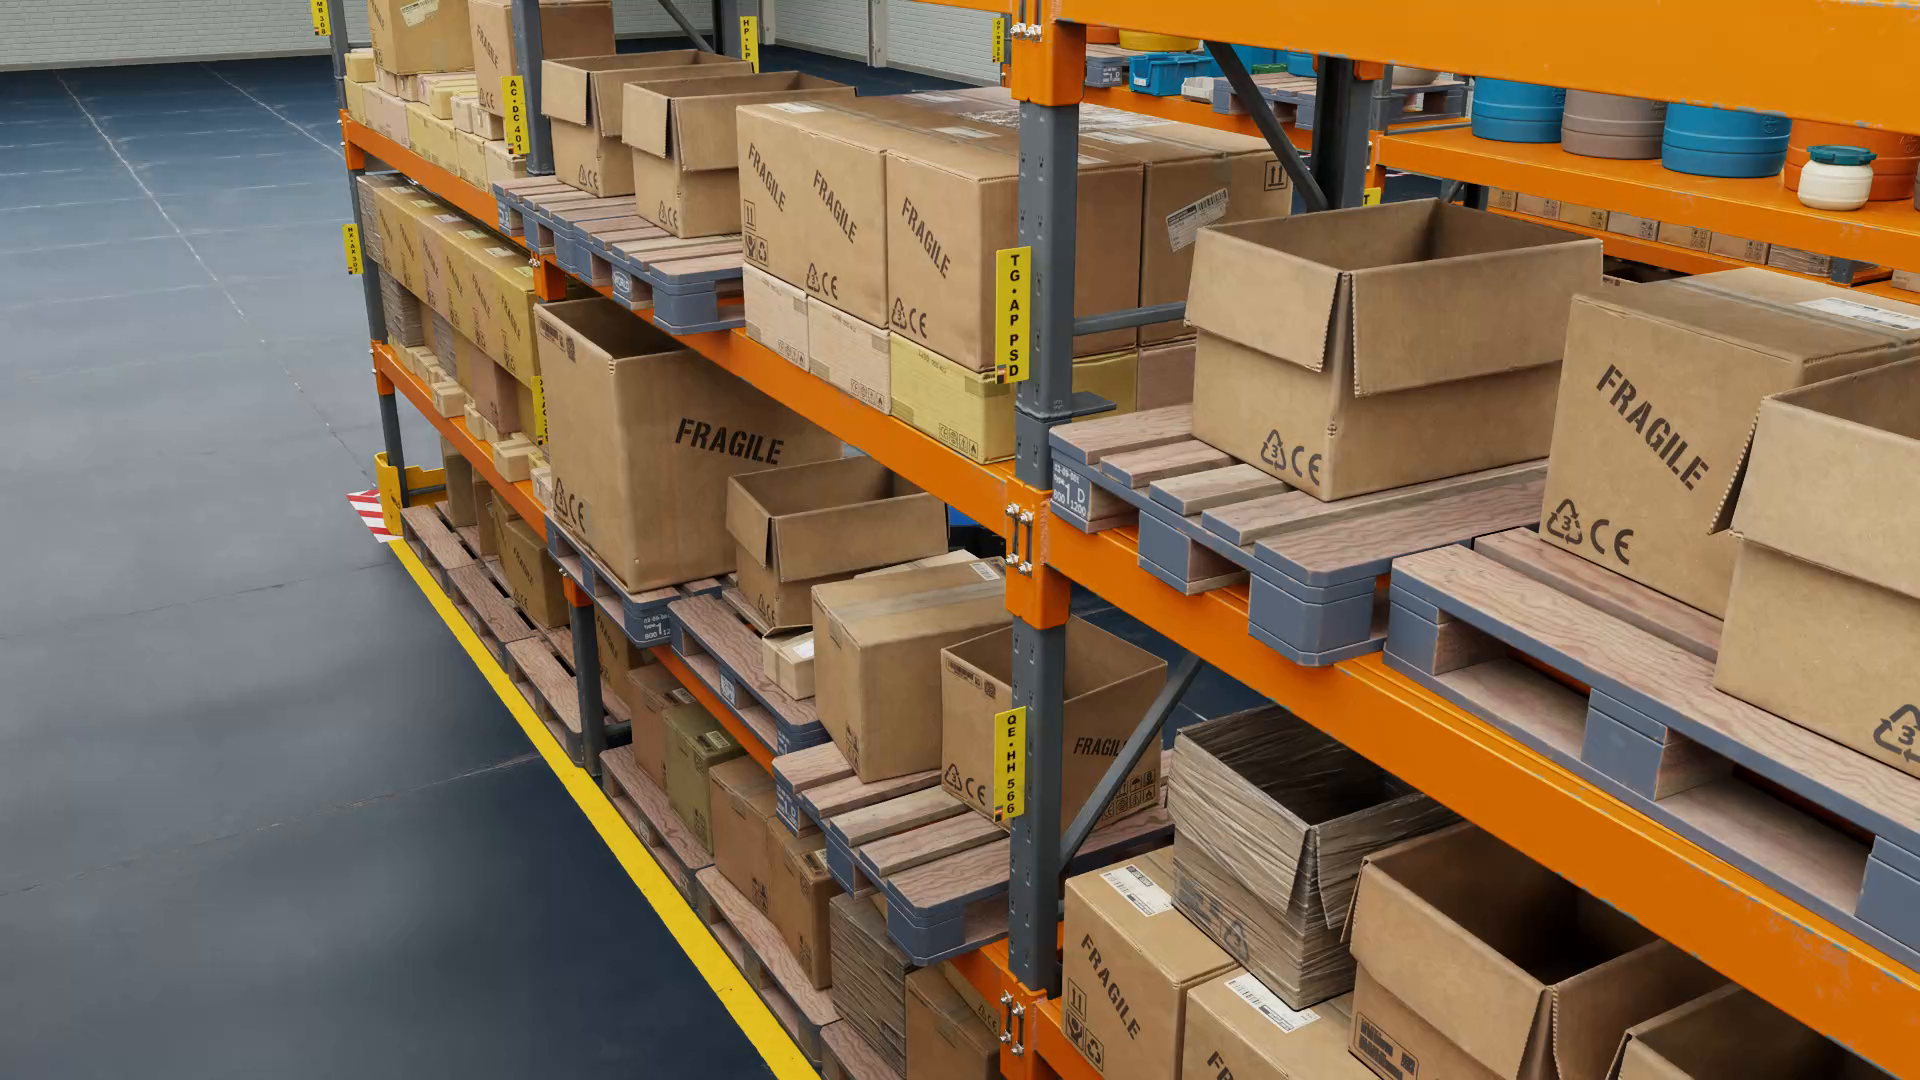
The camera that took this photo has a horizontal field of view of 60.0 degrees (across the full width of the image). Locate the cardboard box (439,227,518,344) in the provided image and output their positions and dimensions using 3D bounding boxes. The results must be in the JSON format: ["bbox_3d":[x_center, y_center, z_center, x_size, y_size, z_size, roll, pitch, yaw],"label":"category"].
[{"bbox_3d":[-2.424,-1.368,8.839,0.500,0.500,0.500,-13,25,-28],"label":"cardboard box"}]

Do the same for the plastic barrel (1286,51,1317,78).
[{"bbox_3d":[2.396,-3.416,10.526,0.600,0.901,0.708,-13,25,-28],"label":"plastic barrel"}]

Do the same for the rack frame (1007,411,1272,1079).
[{"bbox_3d":[0.597,0.990,4.892,1.000,3.000,0.127,-13,25,-28],"label":"rack frame"}]

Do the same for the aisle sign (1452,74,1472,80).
[{"bbox_3d":[4.732,-4.670,15.366,0.394,0.787,0.004,-13,25,-28],"label":"aisle sign"}]

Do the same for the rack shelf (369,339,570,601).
[{"bbox_3d":[-2.468,-0.619,9.806,1.077,0.370,4.000,-13,25,-28],"label":"rack shelf"}]

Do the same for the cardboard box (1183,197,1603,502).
[{"bbox_3d":[0.971,-0.458,3.777,0.797,0.503,0.637,-11,25,-25],"label":"cardboard box"}]

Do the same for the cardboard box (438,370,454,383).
[{"bbox_3d":[-2.905,-0.942,9.978,0.380,0.149,0.250,-13,25,-28],"label":"cardboard box"}]

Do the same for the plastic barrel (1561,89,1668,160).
[{"bbox_3d":[3.592,-2.545,8.939,0.600,0.901,0.600,0,22,0],"label":"plastic barrel"}]

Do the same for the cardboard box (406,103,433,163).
[{"bbox_3d":[-2.677,-2.219,9.004,0.500,0.250,0.500,-12,25,-27],"label":"cardboard box"}]

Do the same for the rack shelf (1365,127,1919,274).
[{"bbox_3d":[3.834,-1.666,8.399,1.077,0.370,4.000,-13,25,-28],"label":"rack shelf"}]

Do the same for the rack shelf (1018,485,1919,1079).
[{"bbox_3d":[1.619,0.581,2.869,1.077,0.370,4.000,-13,25,-28],"label":"rack shelf"}]

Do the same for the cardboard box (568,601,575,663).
[{"bbox_3d":[-1.915,0.338,9.259,0.500,0.500,0.500,-5,23,-11],"label":"cardboard box"}]

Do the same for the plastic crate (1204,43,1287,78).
[{"bbox_3d":[2.002,-3.375,11.669,0.392,0.384,0.575,-13,25,-28],"label":"plastic crate"}]

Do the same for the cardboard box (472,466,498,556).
[{"bbox_3d":[-2.850,-0.244,10.689,0.500,0.500,0.500,-6,23,-14],"label":"cardboard box"}]

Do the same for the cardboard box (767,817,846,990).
[{"bbox_3d":[-0.352,1.372,6.688,0.700,0.500,0.500,-10,24,-24],"label":"cardboard box"}]

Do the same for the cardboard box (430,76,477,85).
[{"bbox_3d":[-2.600,-2.389,8.891,0.380,0.149,0.250,-14,26,-30],"label":"cardboard box"}]

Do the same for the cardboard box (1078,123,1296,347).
[{"bbox_3d":[0.578,-0.879,4.710,0.500,0.500,0.500,-12,25,-28],"label":"cardboard box"}]

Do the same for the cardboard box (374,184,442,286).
[{"bbox_3d":[-3.193,-1.853,10.031,0.500,0.500,0.500,-13,25,-28],"label":"cardboard box"}]

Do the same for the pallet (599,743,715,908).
[{"bbox_3d":[-1.047,1.239,7.983,1.003,0.211,1.213,-13,25,-28],"label":"pallet"}]

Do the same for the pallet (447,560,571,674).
[{"bbox_3d":[-2.447,0.381,10.093,1.003,0.211,1.213,-13,25,-28],"label":"pallet"}]

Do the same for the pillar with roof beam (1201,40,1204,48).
[{"bbox_3d":[0.556,-10.233,24.537,9.100,9.000,0.400,-13,25,-28],"label":"pillar with roof beam"}]

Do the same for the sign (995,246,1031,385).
[{"bbox_3d":[0.130,-0.535,3.974,0.100,0.325,0.005,-13,25,-28],"label":"sign"}]

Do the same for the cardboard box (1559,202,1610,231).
[{"bbox_3d":[5.777,-3.065,14.737,0.700,0.500,0.500,-12,25,-28],"label":"cardboard box"}]

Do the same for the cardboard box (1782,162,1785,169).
[{"bbox_3d":[6.581,-3.162,13.251,0.700,0.500,0.500,-13,25,-28],"label":"cardboard box"}]

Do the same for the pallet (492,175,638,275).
[{"bbox_3d":[-1.222,-1.387,7.006,1.213,0.211,1.003,-13,25,-28],"label":"pallet"}]

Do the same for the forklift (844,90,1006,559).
[{"bbox_3d":[-0.624,-1.350,10.740,3.031,2.935,1.130,-1,22,-2],"label":"forklift"}]

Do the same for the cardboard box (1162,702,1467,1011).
[{"bbox_3d":[0.957,0.719,4.094,0.797,0.503,0.637,-12,25,-26],"label":"cardboard box"}]

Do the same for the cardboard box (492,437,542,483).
[{"bbox_3d":[-2.228,-0.436,8.734,0.380,0.149,0.250,-13,25,-28],"label":"cardboard box"}]

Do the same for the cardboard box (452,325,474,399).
[{"bbox_3d":[-2.410,-1.127,9.573,0.875,0.500,0.500,-13,25,-28],"label":"cardboard box"}]

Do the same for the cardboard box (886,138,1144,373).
[{"bbox_3d":[0.138,-0.784,4.475,0.500,0.500,0.500,-12,25,-27],"label":"cardboard box"}]

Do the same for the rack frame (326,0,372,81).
[{"bbox_3d":[-3.489,-4.379,10.133,1.000,3.000,0.127,-13,25,-28],"label":"rack frame"}]

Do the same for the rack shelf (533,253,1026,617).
[{"bbox_3d":[-0.424,-0.714,6.055,1.077,0.370,4.000,-13,25,-28],"label":"rack shelf"}]

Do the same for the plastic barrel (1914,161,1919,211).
[{"bbox_3d":[4.622,-1.892,7.333,0.600,0.901,0.600,0,22,0],"label":"plastic barrel"}]

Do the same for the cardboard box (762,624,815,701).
[{"bbox_3d":[-0.487,0.370,6.038,0.396,0.266,0.258,-13,26,-30],"label":"cardboard box"}]

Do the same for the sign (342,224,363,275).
[{"bbox_3d":[-3.956,-1.896,10.843,0.100,0.325,0.005,-13,25,-28],"label":"sign"}]

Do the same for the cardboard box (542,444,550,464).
[{"bbox_3d":[-1.623,-0.646,8.390,0.875,0.500,0.500,-13,25,-28],"label":"cardboard box"}]

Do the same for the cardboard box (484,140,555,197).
[{"bbox_3d":[-1.903,-1.722,7.780,0.500,0.250,0.500,-12,25,-26],"label":"cardboard box"}]

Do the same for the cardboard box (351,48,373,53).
[{"bbox_3d":[-3.547,-2.971,10.323,0.380,0.149,0.250,-13,25,-29],"label":"cardboard box"}]

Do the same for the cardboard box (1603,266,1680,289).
[{"bbox_3d":[5.876,-2.069,14.517,0.500,0.500,0.500,-13,25,-28],"label":"cardboard box"}]

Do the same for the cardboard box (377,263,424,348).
[{"bbox_3d":[-3.232,-1.600,10.737,0.875,0.500,0.500,-13,25,-28],"label":"cardboard box"}]

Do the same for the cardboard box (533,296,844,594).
[{"bbox_3d":[-1.161,-0.493,7.186,1.000,1.000,1.000,-12,25,-28],"label":"cardboard box"}]

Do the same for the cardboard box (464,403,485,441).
[{"bbox_3d":[-2.562,-0.690,9.358,0.380,0.149,0.250,-13,25,-28],"label":"cardboard box"}]

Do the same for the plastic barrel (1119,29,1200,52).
[{"bbox_3d":[1.460,-3.879,12.080,0.600,0.588,0.600,0,22,0],"label":"plastic barrel"}]

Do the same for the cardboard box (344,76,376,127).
[{"bbox_3d":[-3.466,-2.714,10.220,0.500,0.250,0.500,-12,25,-27],"label":"cardboard box"}]

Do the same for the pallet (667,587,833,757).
[{"bbox_3d":[-0.449,0.446,6.485,1.003,0.211,1.213,-13,25,-28],"label":"pallet"}]

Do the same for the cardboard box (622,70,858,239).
[{"bbox_3d":[-0.809,-1.461,6.243,0.797,0.503,0.637,-11,25,-26],"label":"cardboard box"}]

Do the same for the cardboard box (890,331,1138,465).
[{"bbox_3d":[0.143,-0.437,4.618,0.500,0.250,0.500,-13,25,-28],"label":"cardboard box"}]

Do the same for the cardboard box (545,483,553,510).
[{"bbox_3d":[-1.809,-0.201,8.157,0.380,0.149,0.250,-13,25,-28],"label":"cardboard box"}]

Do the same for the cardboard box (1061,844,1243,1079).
[{"bbox_3d":[0.612,1.154,4.357,0.500,0.500,0.500,-12,25,-27],"label":"cardboard box"}]

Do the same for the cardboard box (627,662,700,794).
[{"bbox_3d":[-1.151,0.852,7.966,0.700,0.500,0.500,-15,26,-32],"label":"cardboard box"}]

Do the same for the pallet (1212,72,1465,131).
[{"bbox_3d":[2.359,-2.774,10.420,1.213,0.211,1.003,-13,25,-28],"label":"pallet"}]

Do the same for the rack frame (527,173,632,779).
[{"bbox_3d":[-1.446,-0.305,8.077,1.000,3.000,0.127,-13,25,-28],"label":"rack frame"}]

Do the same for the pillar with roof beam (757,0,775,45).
[{"bbox_3d":[-8.639,-16.060,38.872,9.100,9.000,0.400,-13,25,-28],"label":"pillar with roof beam"}]

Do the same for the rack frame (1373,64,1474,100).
[{"bbox_3d":[2.812,-4.036,9.291,1.000,3.000,0.127,-13,25,-28],"label":"rack frame"}]

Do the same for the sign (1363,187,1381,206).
[{"bbox_3d":[1.078,-0.780,4.471,0.100,0.325,0.005,-13,25,-28],"label":"sign"}]

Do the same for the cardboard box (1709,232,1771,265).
[{"bbox_3d":[6.565,-2.567,13.511,0.700,0.500,0.500,-13,25,-29],"label":"cardboard box"}]

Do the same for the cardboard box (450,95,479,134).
[{"bbox_3d":[-2.284,-2.112,8.210,0.380,0.149,0.250,-13,26,-30],"label":"cardboard box"}]

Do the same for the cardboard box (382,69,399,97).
[{"bbox_3d":[-3.065,-2.629,9.481,0.380,0.149,0.250,-13,25,-28],"label":"cardboard box"}]

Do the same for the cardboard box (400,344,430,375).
[{"bbox_3d":[-3.323,-1.177,10.556,0.380,0.149,0.250,-13,25,-28],"label":"cardboard box"}]
